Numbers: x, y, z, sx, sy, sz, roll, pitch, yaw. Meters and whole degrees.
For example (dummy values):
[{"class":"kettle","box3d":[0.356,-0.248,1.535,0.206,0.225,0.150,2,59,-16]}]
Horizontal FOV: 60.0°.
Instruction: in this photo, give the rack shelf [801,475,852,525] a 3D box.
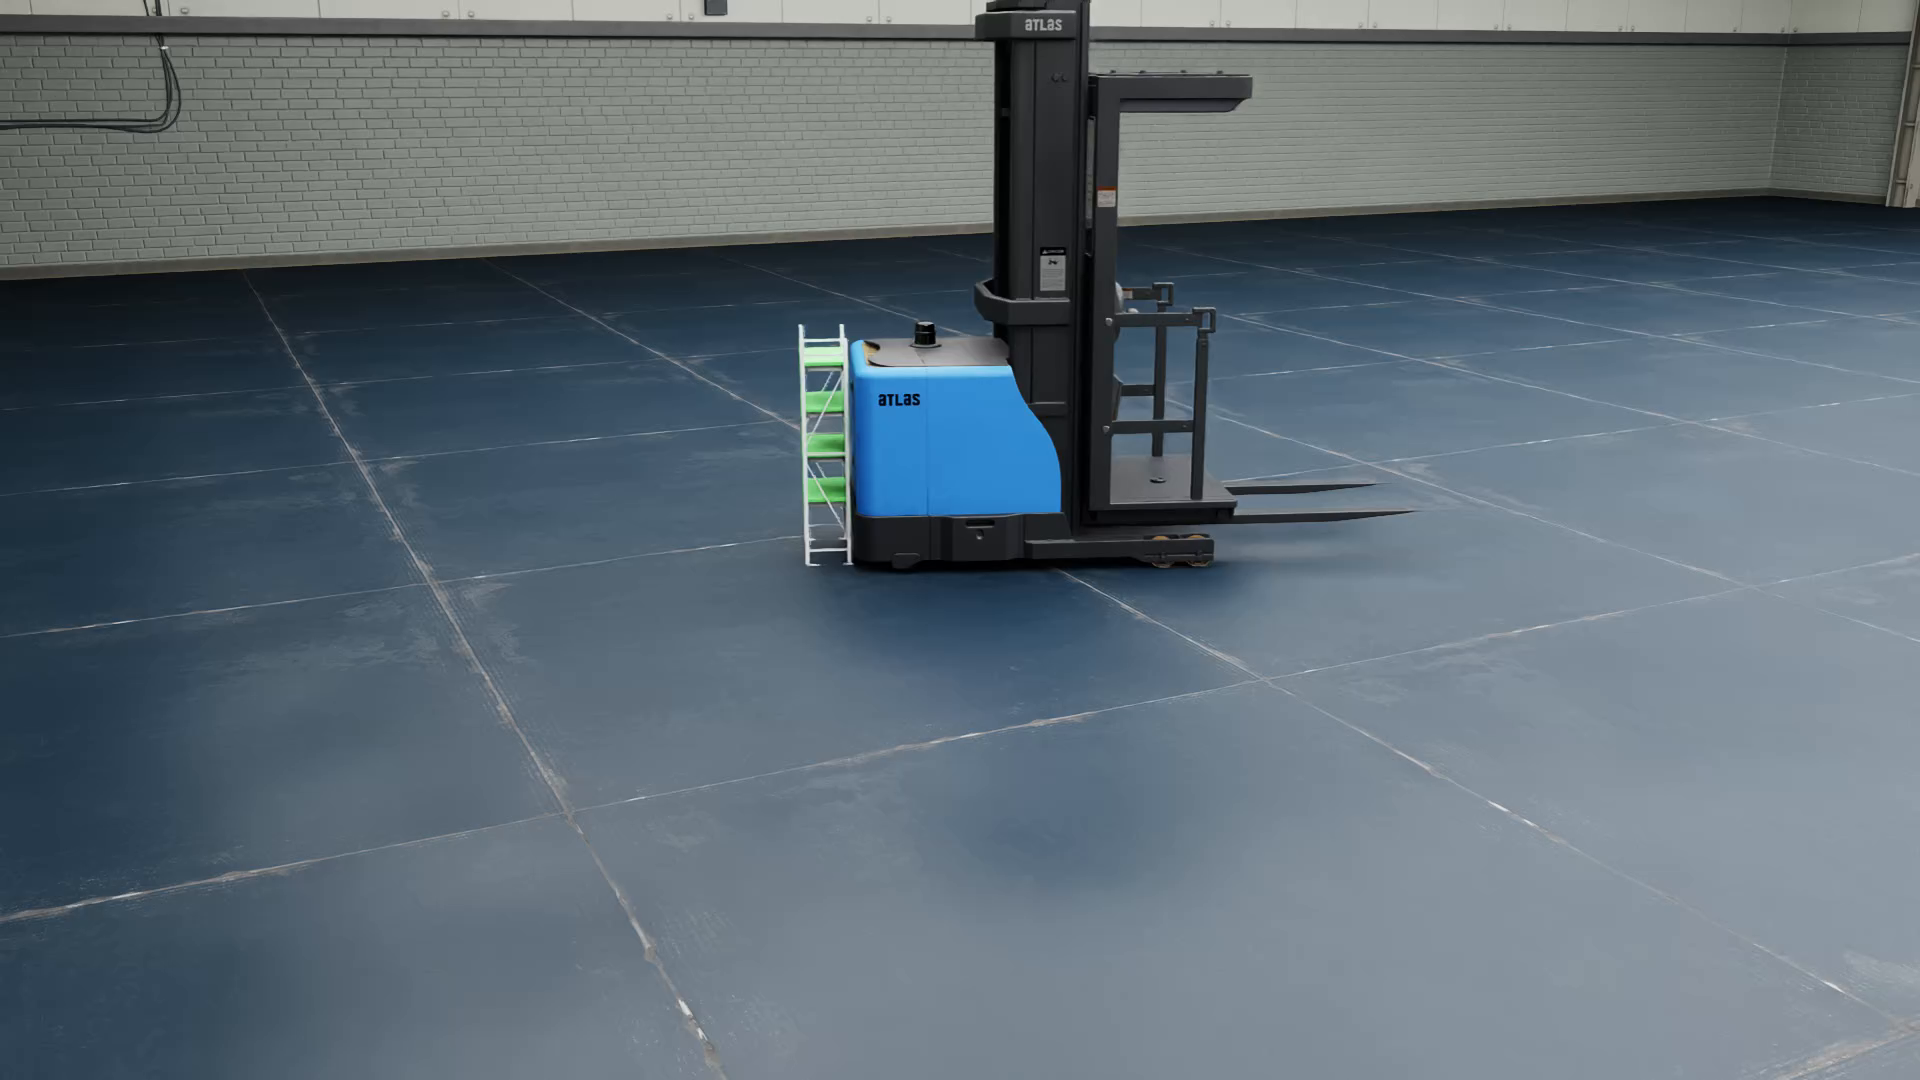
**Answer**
[{"class":"rack shelf","box3d":[-0.719,-0.219,8.941,0.258,0.148,0.480,-2,16,-6]}]

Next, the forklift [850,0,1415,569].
[{"class":"forklift","box3d":[0.926,-1.406,8.835,3.031,2.935,1.130,-1,16,-5]}]

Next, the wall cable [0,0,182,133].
[{"class":"wall cable","box3d":[-11.043,-6.078,19.745,3.097,2.526,0.112,-8,18,-25]}]

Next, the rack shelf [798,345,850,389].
[{"class":"rack shelf","box3d":[-0.719,-0.911,8.742,0.258,0.148,0.480,-2,16,-6]}]

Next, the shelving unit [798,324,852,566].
[{"class":"shelving unit","box3d":[-0.719,-0.511,8.857,0.258,1.200,0.503,-2,16,-6]}]

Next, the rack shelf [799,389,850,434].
[{"class":"rack shelf","box3d":[-0.719,-0.681,8.809,0.258,0.148,0.480,-2,16,-6]}]

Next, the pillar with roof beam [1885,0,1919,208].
[{"class":"pillar with roof beam","box3d":[13.506,-9.966,27.666,9.100,9.000,0.400,-8,18,-25]}]

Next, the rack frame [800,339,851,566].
[{"class":"rack frame","box3d":[-0.694,-0.444,8.624,0.240,1.200,0.015,-2,16,-6]}]

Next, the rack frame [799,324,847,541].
[{"class":"rack frame","box3d":[-0.744,-0.578,9.091,0.240,1.200,0.015,-2,16,-6]}]

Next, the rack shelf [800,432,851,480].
[{"class":"rack shelf","box3d":[-0.719,-0.450,8.875,0.258,0.148,0.480,-2,16,-6]}]

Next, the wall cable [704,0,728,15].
[{"class":"wall cable","box3d":[-2.502,-10.348,22.832,2.305,6.003,0.169,-8,18,-25]}]
